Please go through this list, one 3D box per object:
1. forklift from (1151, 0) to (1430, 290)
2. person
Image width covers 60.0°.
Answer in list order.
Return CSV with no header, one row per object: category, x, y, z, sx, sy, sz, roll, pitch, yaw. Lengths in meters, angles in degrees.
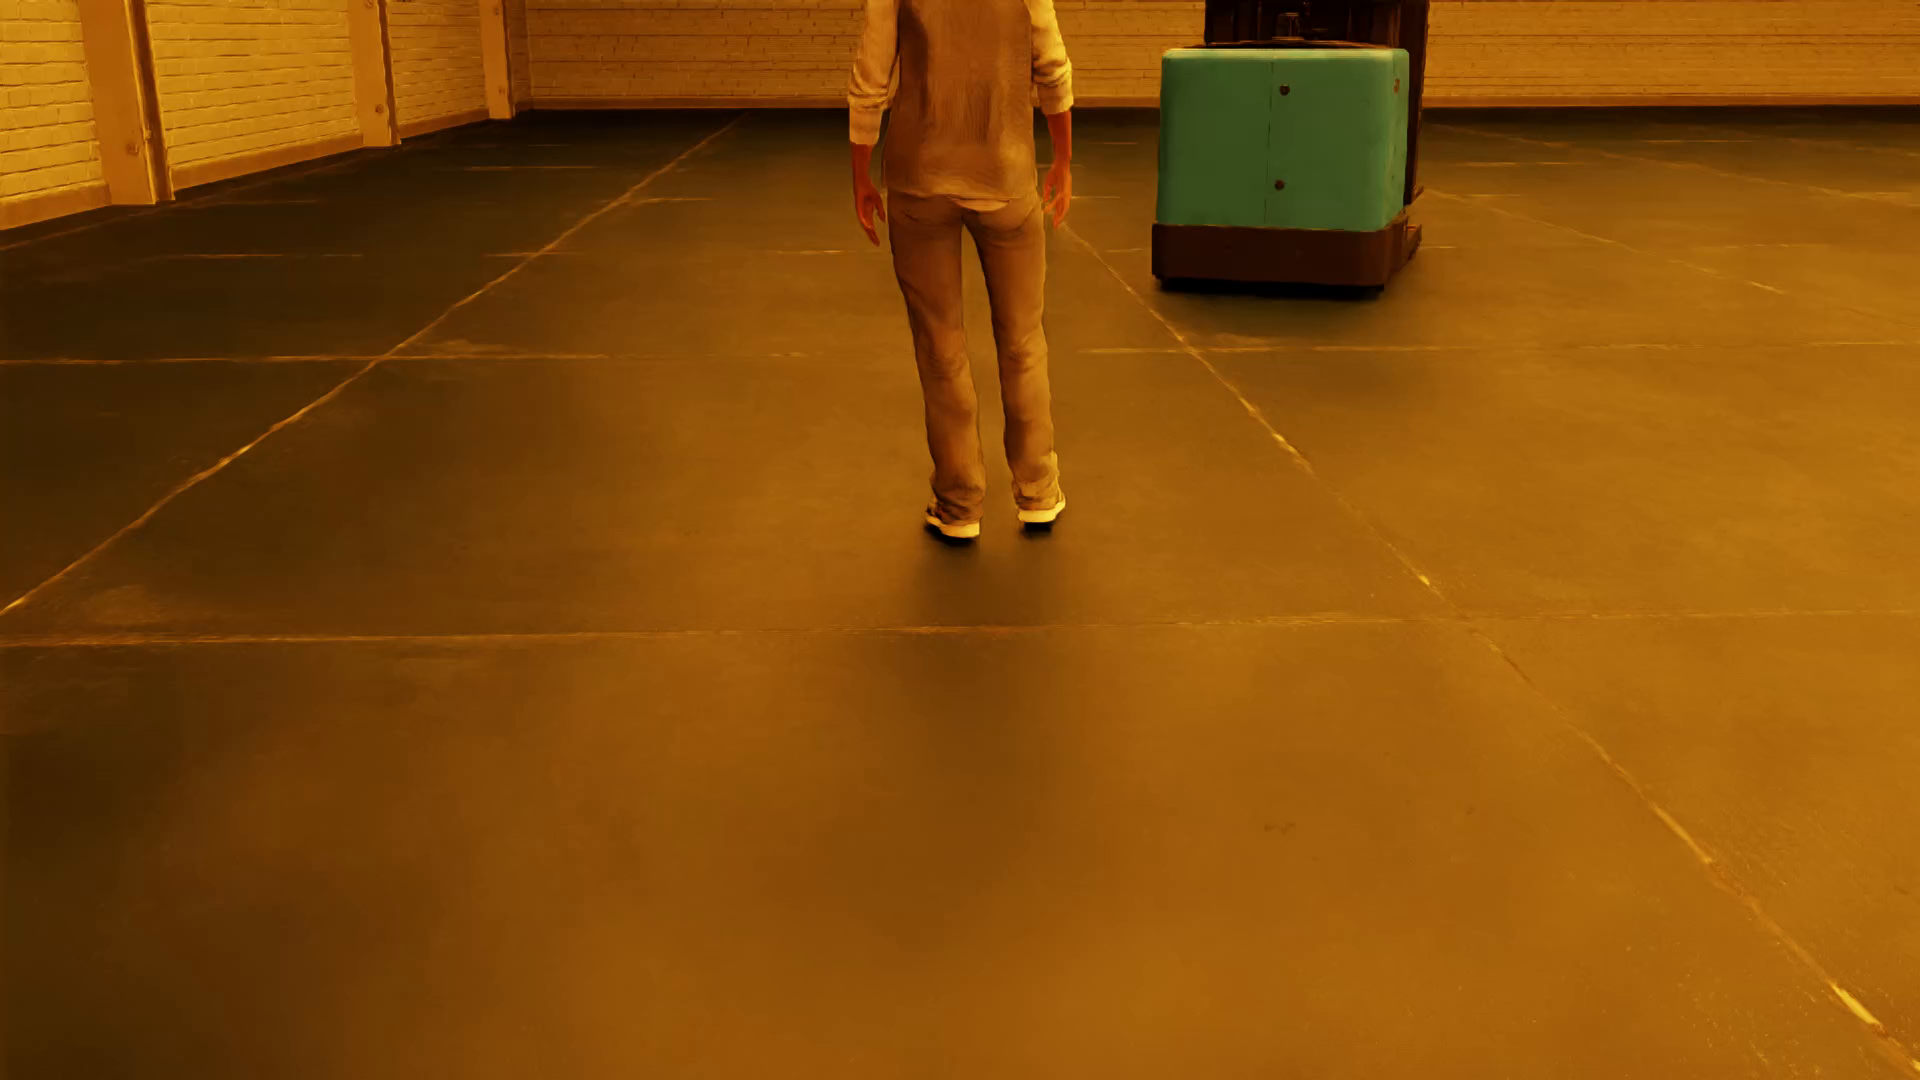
forklift,1.849,-2.915,8.436,1.130,2.935,3.031,6,18,18
person,0.010,-0.792,3.754,0.521,1.597,0.474,-1,17,-3
